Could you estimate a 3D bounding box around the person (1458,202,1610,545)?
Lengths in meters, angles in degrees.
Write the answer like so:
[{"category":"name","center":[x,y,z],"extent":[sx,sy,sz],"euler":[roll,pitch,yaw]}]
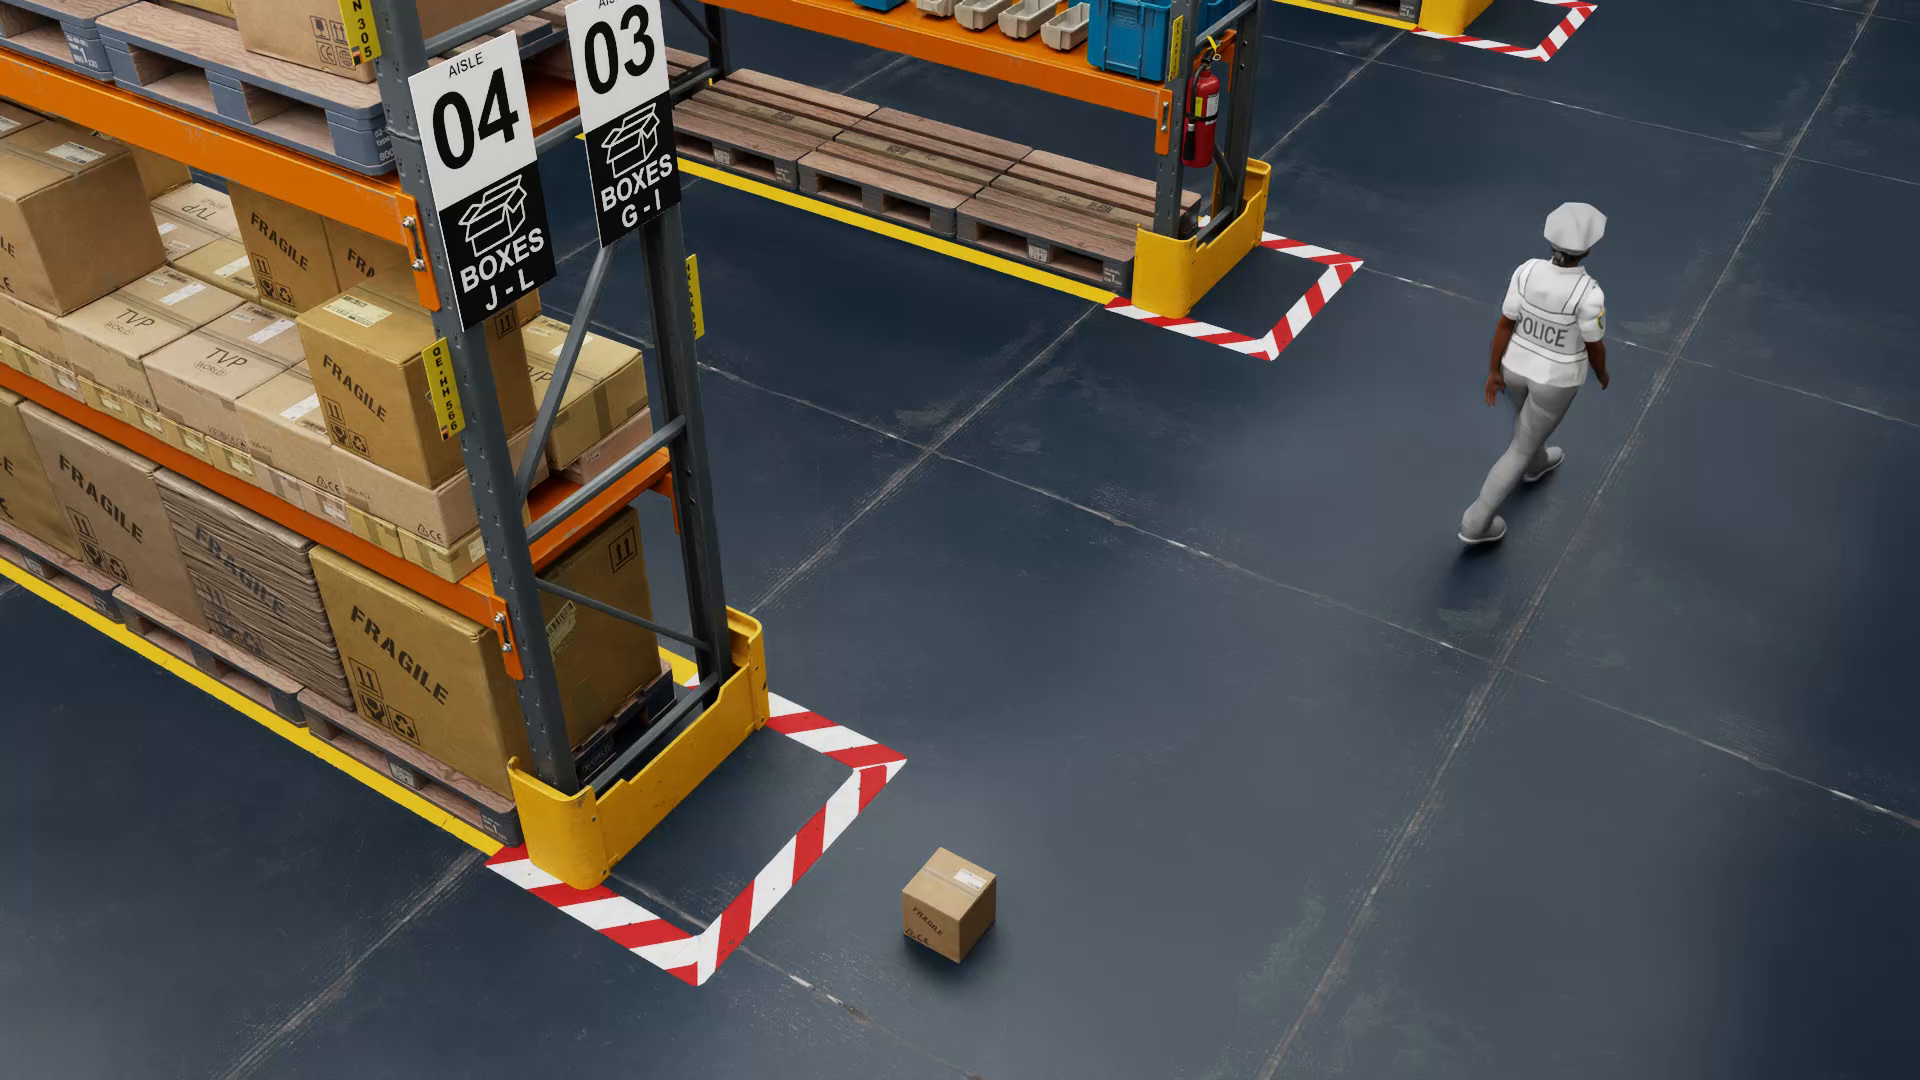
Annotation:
[{"category":"person","center":[2.727,-0.804,7.646],"extent":[0.988,1.632,0.449],"euler":[-26,45,-29]}]
